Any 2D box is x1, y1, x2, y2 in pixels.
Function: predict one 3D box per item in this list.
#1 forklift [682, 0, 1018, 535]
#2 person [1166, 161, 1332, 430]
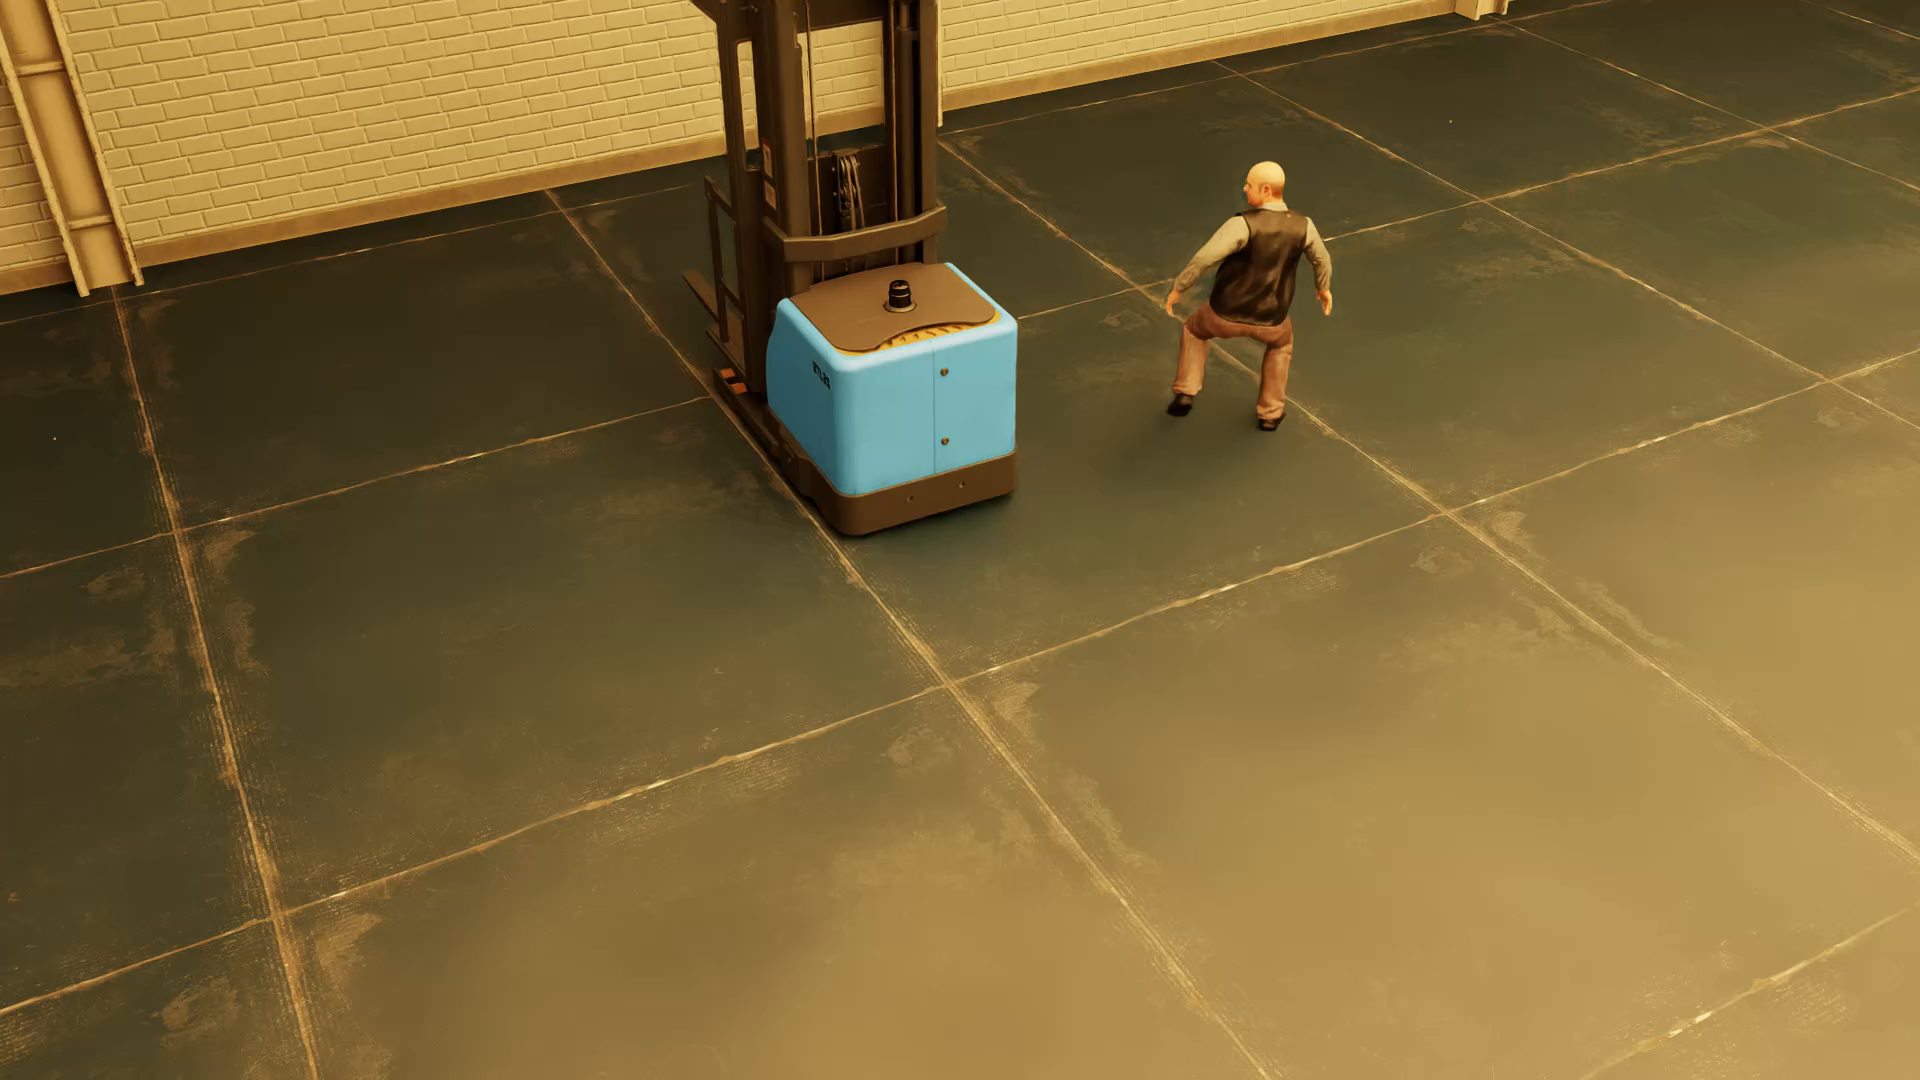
[{"bbox_3d":[-0.809,-2.056,9.032,1.130,2.935,3.031,-16,38,-22],"label":"forklift"},{"bbox_3d":[1.603,-1.317,9.178,0.959,1.607,0.515,0,35,1],"label":"person"}]
